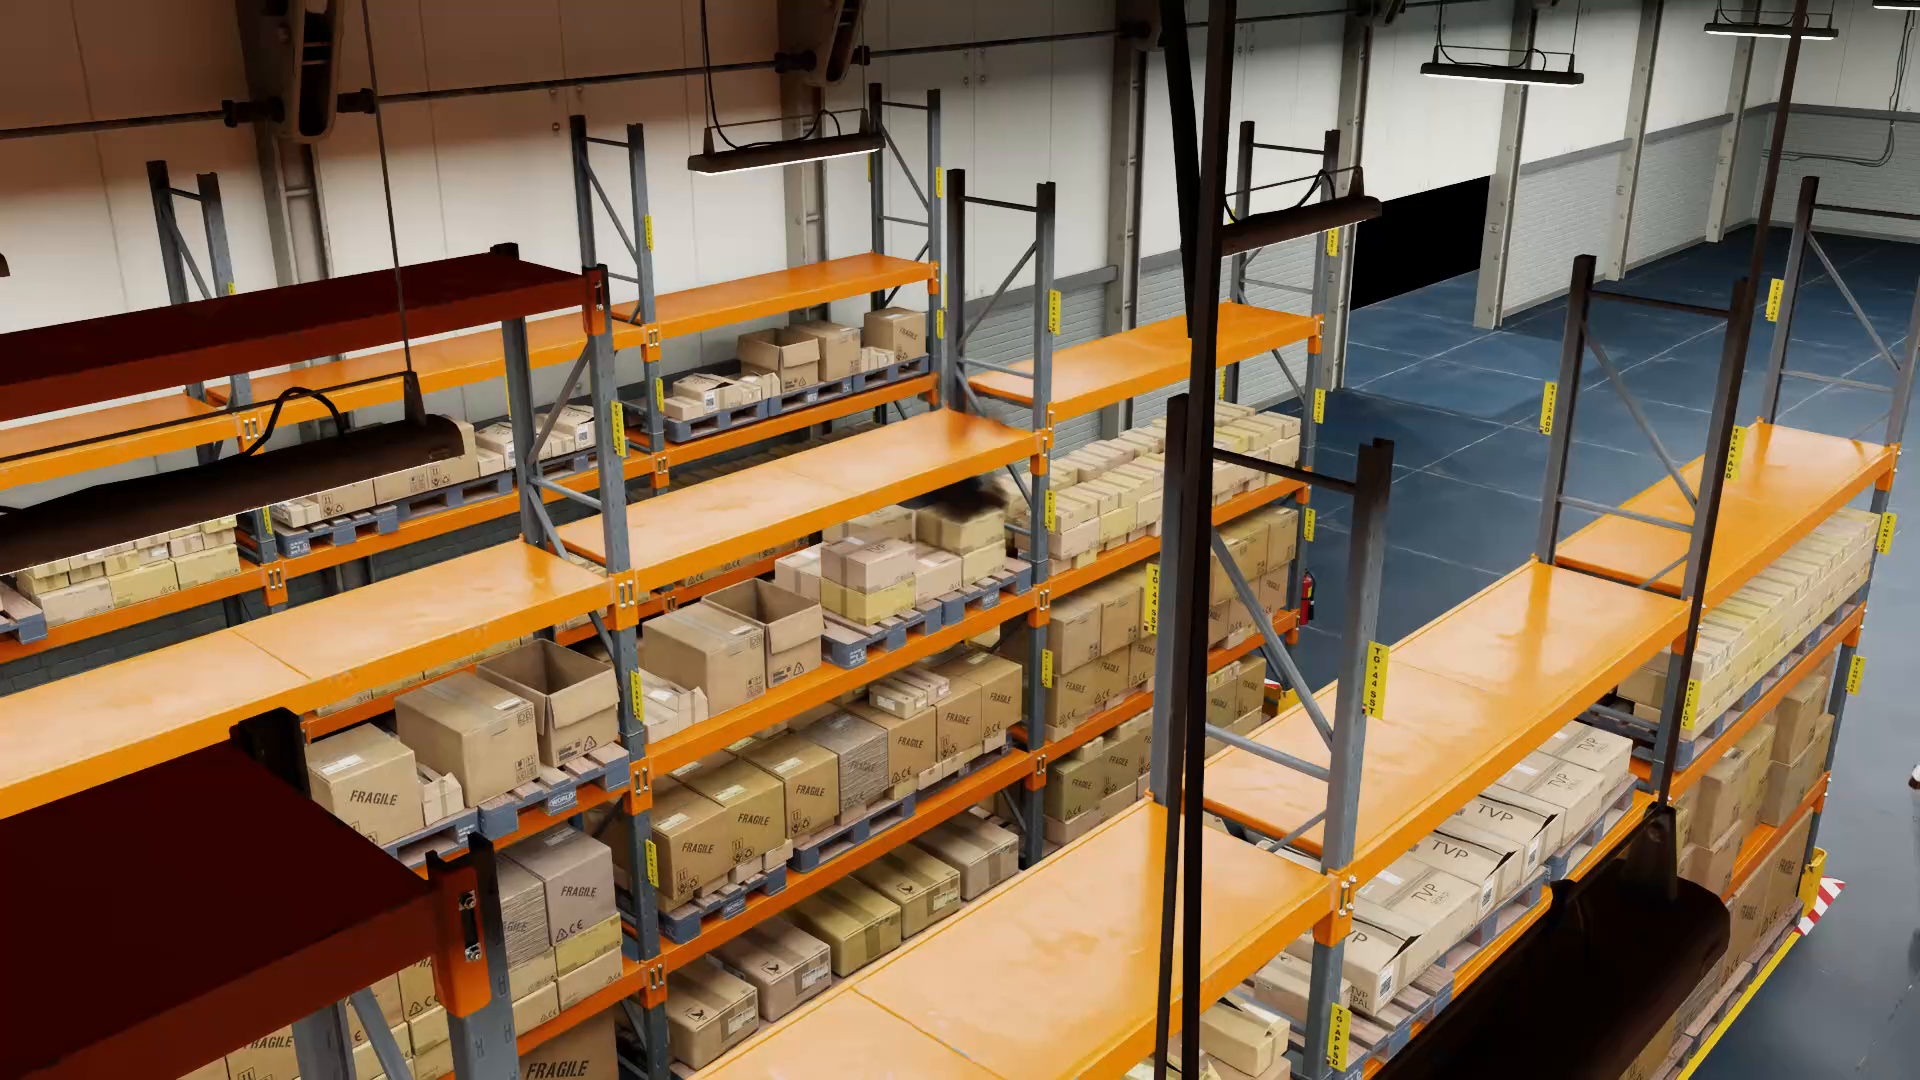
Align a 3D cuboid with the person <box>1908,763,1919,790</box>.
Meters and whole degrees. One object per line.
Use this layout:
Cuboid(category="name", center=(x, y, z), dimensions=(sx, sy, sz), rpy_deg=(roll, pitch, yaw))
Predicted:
Cuboid(category="person", center=(8.248, 2.271, 13.844), dimensions=(0.730, 1.728, 0.882), rpy_deg=(7, 22, 16))
